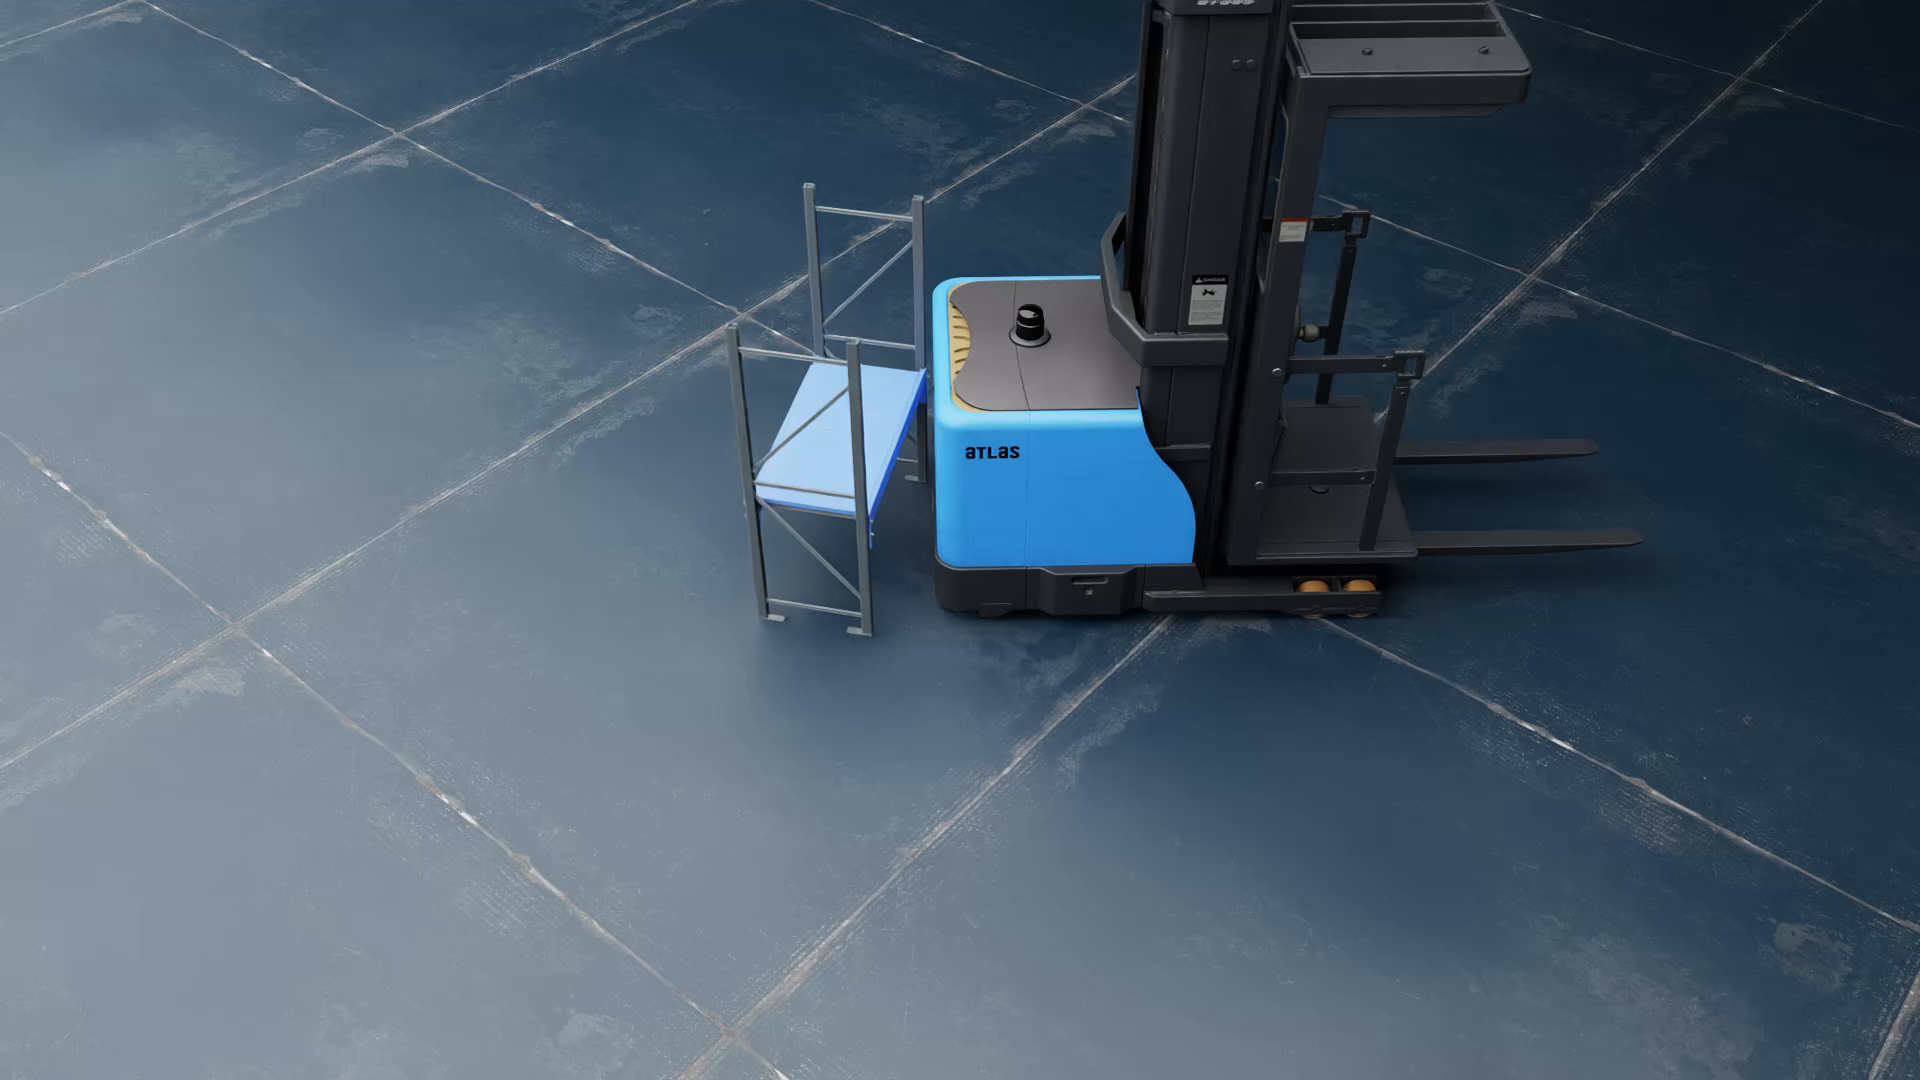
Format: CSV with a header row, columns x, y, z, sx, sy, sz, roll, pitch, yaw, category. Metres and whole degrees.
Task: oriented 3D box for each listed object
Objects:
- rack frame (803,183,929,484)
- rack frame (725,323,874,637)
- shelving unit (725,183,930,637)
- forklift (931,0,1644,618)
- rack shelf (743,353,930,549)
x,y,z,sx,sy,sz,roll,pitch,yaw,category
-0.394,-0.862,7.266,0.500,1.500,0.032,8,43,9,rack frame
-0.610,-0.194,6.531,0.500,1.500,0.032,8,43,9,rack frame
-0.502,-0.528,6.898,0.538,1.500,1.048,8,43,9,shelving unit
1.397,-1.110,6.474,3.031,2.935,1.130,-1,42,-1,forklift
-0.502,-0.395,7.019,0.538,0.185,1.000,8,43,9,rack shelf
